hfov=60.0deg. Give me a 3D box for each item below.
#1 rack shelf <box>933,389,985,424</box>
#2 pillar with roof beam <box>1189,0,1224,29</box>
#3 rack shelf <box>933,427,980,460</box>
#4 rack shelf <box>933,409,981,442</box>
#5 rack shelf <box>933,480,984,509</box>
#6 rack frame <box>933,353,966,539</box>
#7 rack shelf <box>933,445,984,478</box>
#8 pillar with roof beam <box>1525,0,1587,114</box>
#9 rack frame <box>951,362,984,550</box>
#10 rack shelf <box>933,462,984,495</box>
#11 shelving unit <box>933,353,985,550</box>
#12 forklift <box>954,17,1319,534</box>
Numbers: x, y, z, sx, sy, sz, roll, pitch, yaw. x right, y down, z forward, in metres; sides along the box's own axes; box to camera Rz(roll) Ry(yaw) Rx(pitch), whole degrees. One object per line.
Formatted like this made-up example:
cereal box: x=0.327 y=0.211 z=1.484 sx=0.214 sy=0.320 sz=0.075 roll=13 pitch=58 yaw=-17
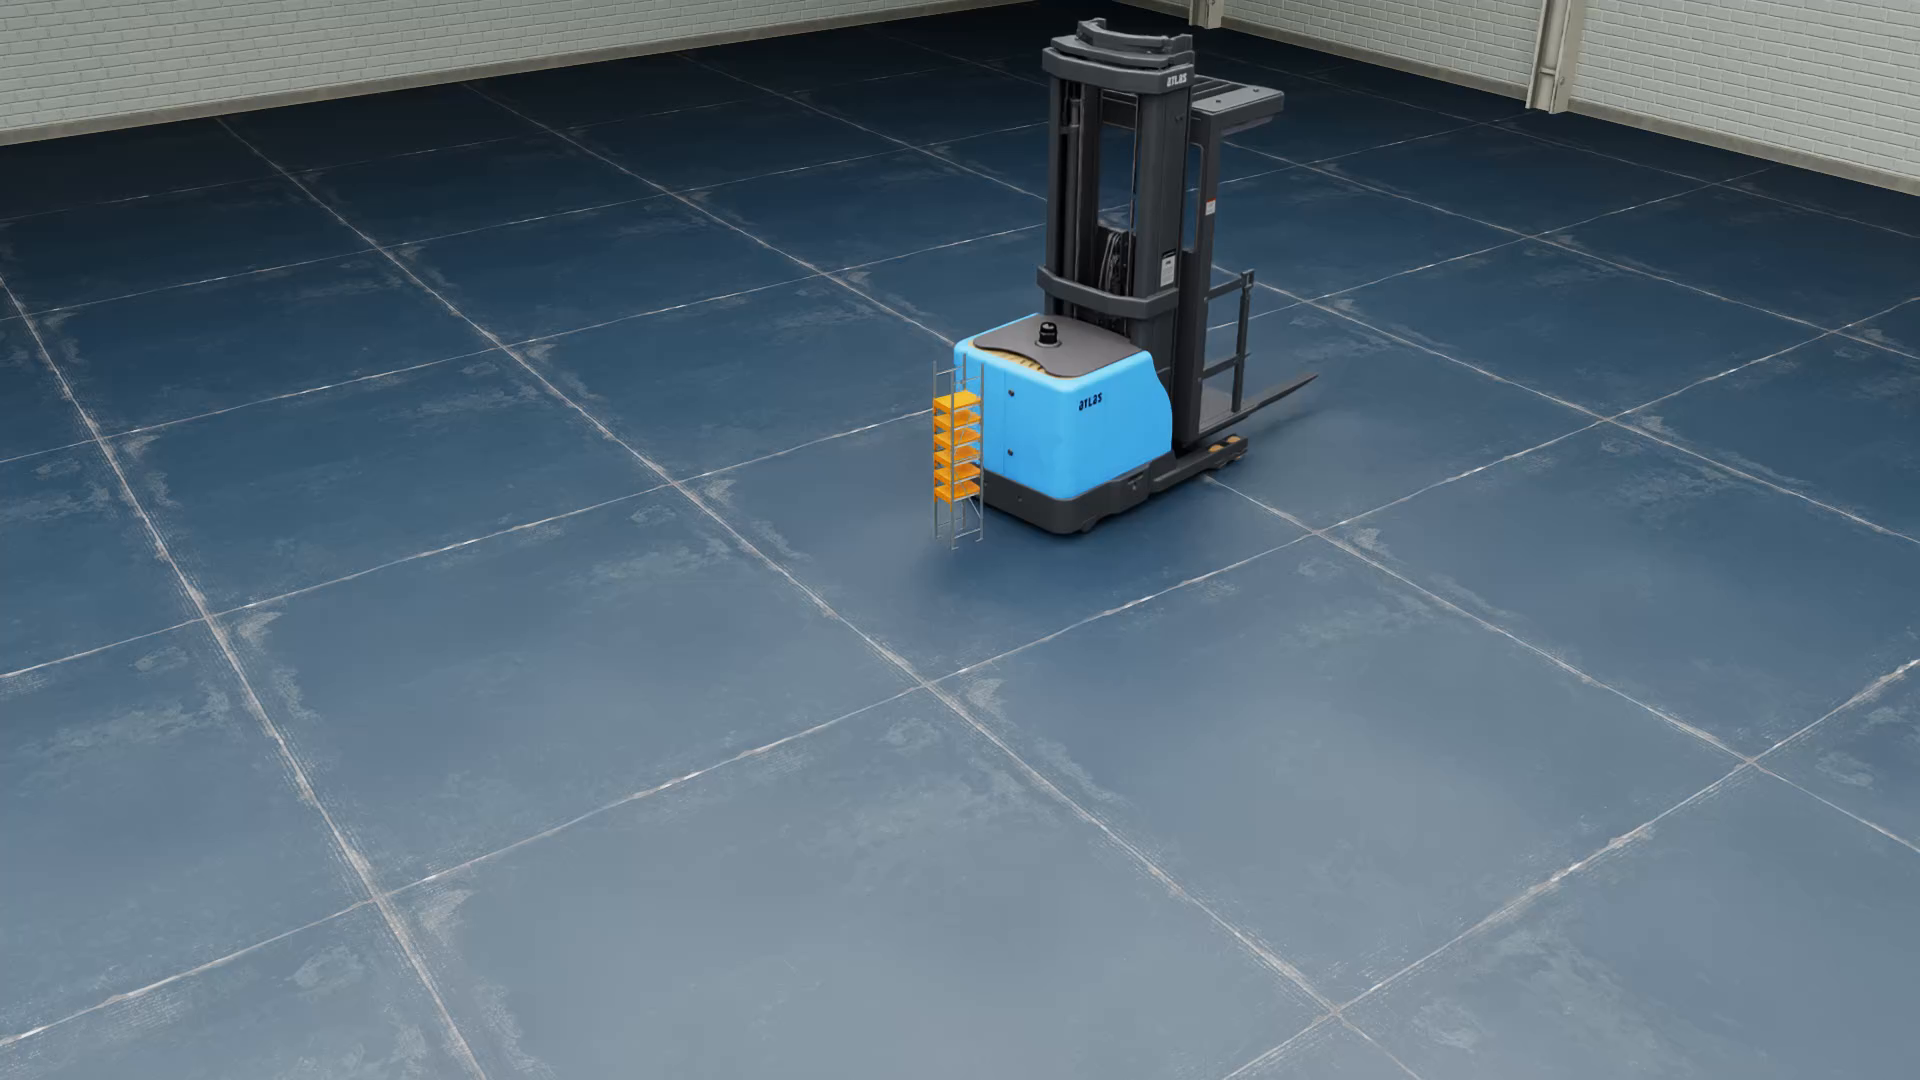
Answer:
rack shelf: x=-0.008 y=-0.810 z=10.050 sx=0.258 sy=0.103 sz=0.180 roll=-19 pitch=34 yaw=-31
pillar with roof beam: x=0.083 y=-10.290 z=19.995 sx=9.100 sy=9.000 sz=0.400 roll=-19 pitch=34 yaw=-31
rack shelf: x=-0.008 y=-0.599 z=10.165 sx=0.258 sy=0.103 sz=0.180 roll=-19 pitch=34 yaw=-31
rack shelf: x=-0.008 y=-0.705 z=10.107 sx=0.258 sy=0.103 sz=0.180 roll=-19 pitch=34 yaw=-31
rack shelf: x=-0.008 y=-0.283 z=10.336 sx=0.258 sy=0.103 sz=0.180 roll=-19 pitch=34 yaw=-31
rack frame: x=-0.061 y=-0.568 z=10.266 sx=0.240 sy=1.200 sz=0.006 roll=-19 pitch=34 yaw=-31
rack shelf: x=-0.008 y=-0.494 z=10.222 sx=0.258 sy=0.103 sz=0.180 roll=-19 pitch=34 yaw=-31
pillar with roof beam: x=3.564 y=-7.957 z=15.700 sx=9.100 sy=9.000 sz=0.400 roll=-19 pitch=34 yaw=-31
rack frame: x=0.045 y=-0.497 z=10.135 sx=0.240 sy=1.200 sz=0.006 roll=-19 pitch=34 yaw=-31
rack shelf: x=-0.008 y=-0.388 z=10.279 sx=0.258 sy=0.103 sz=0.180 roll=-19 pitch=34 yaw=-31
shelving unit: x=-0.008 y=-0.533 z=10.201 sx=0.258 sy=1.200 sz=0.189 roll=-19 pitch=34 yaw=-31
forklift: x=1.344 y=-1.927 z=10.954 sx=3.031 sy=2.935 sz=1.130 roll=-25 pitch=37 yaw=-38
